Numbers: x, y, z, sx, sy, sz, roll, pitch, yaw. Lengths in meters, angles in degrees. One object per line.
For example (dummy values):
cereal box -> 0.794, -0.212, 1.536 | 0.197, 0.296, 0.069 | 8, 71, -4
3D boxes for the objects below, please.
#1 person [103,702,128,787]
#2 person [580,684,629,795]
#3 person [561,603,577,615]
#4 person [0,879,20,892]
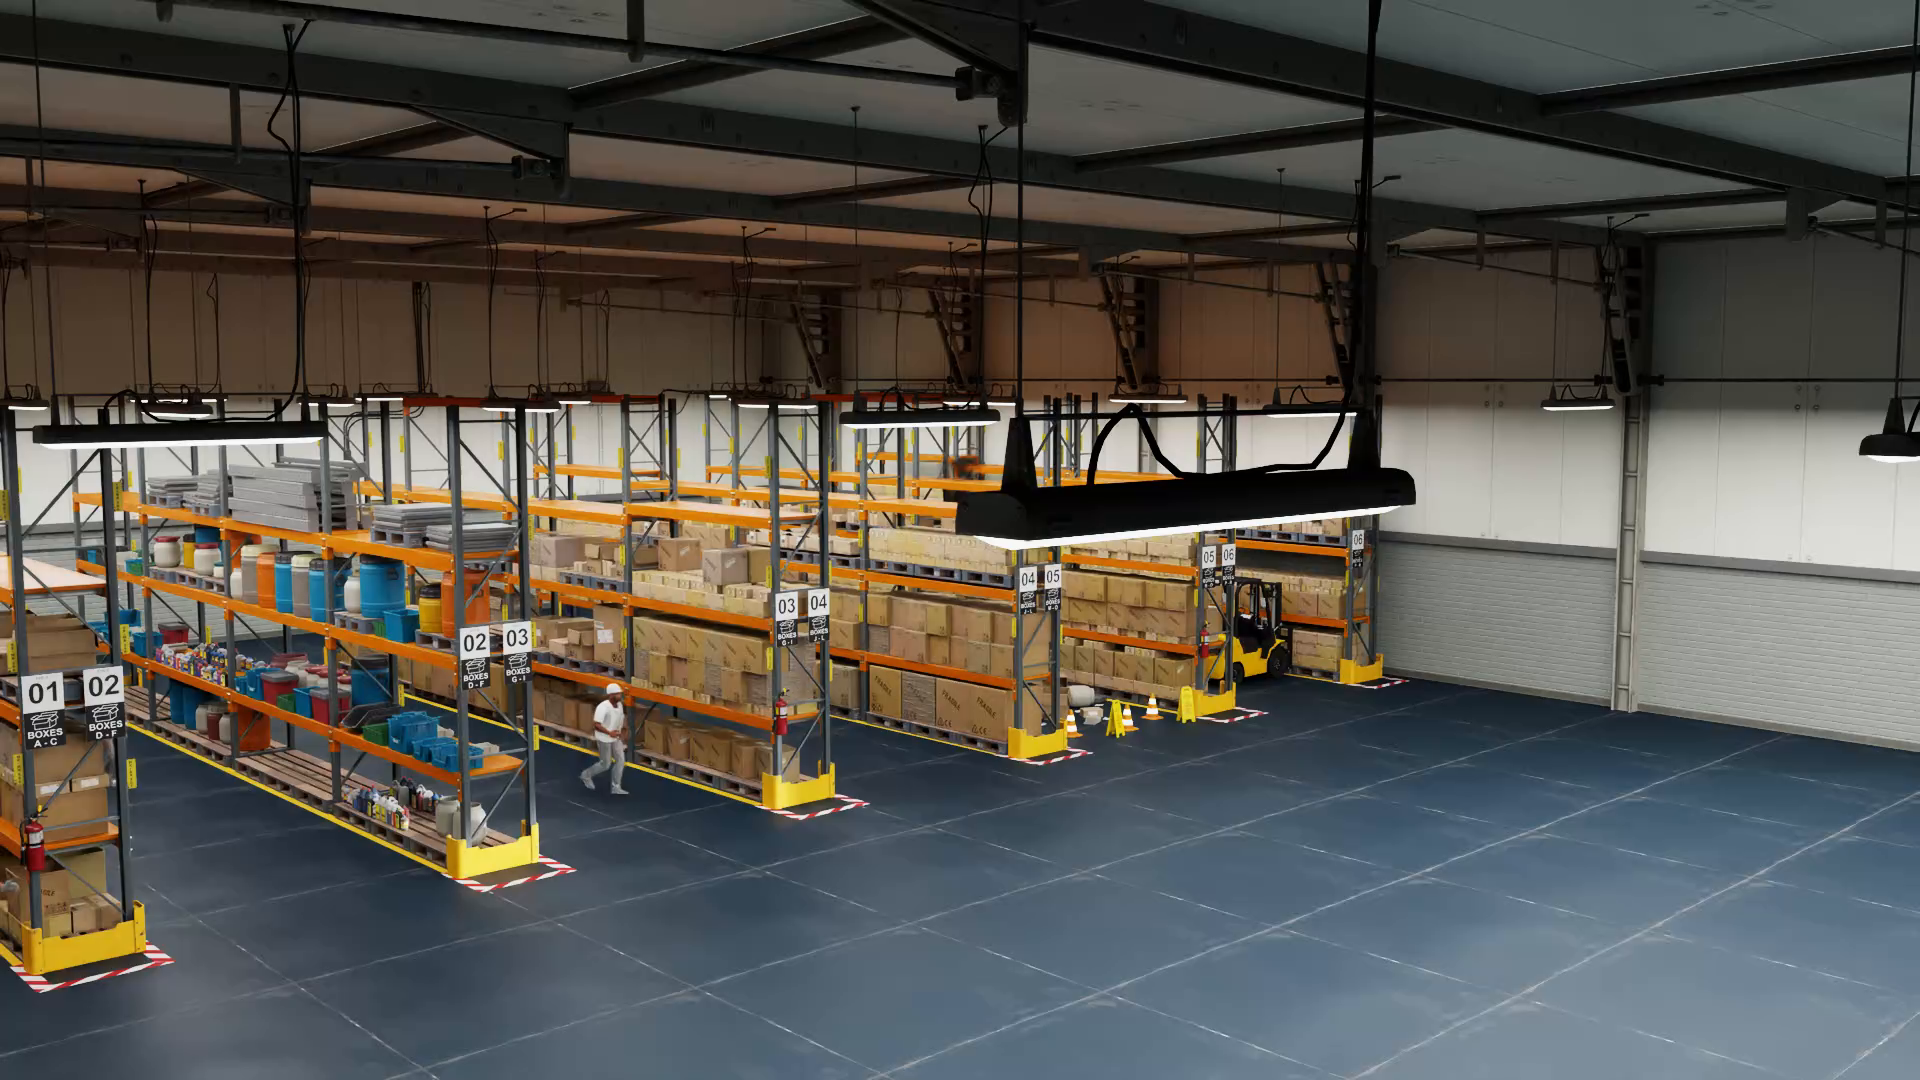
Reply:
person -> -13.205, 3.097, 25.853 | 0.757, 1.484, 0.585 | 2, 6, 21
person -> -5.434, 3.026, 25.375 | 0.842, 1.717, 0.693 | 3, 6, 27
person -> -10.149, 1.395, 42.509 | 0.620, 1.631, 0.858 | 2, 6, 15
person -> -10.032, 3.830, 16.896 | 0.878, 1.801, 0.667 | 0, 6, -3
